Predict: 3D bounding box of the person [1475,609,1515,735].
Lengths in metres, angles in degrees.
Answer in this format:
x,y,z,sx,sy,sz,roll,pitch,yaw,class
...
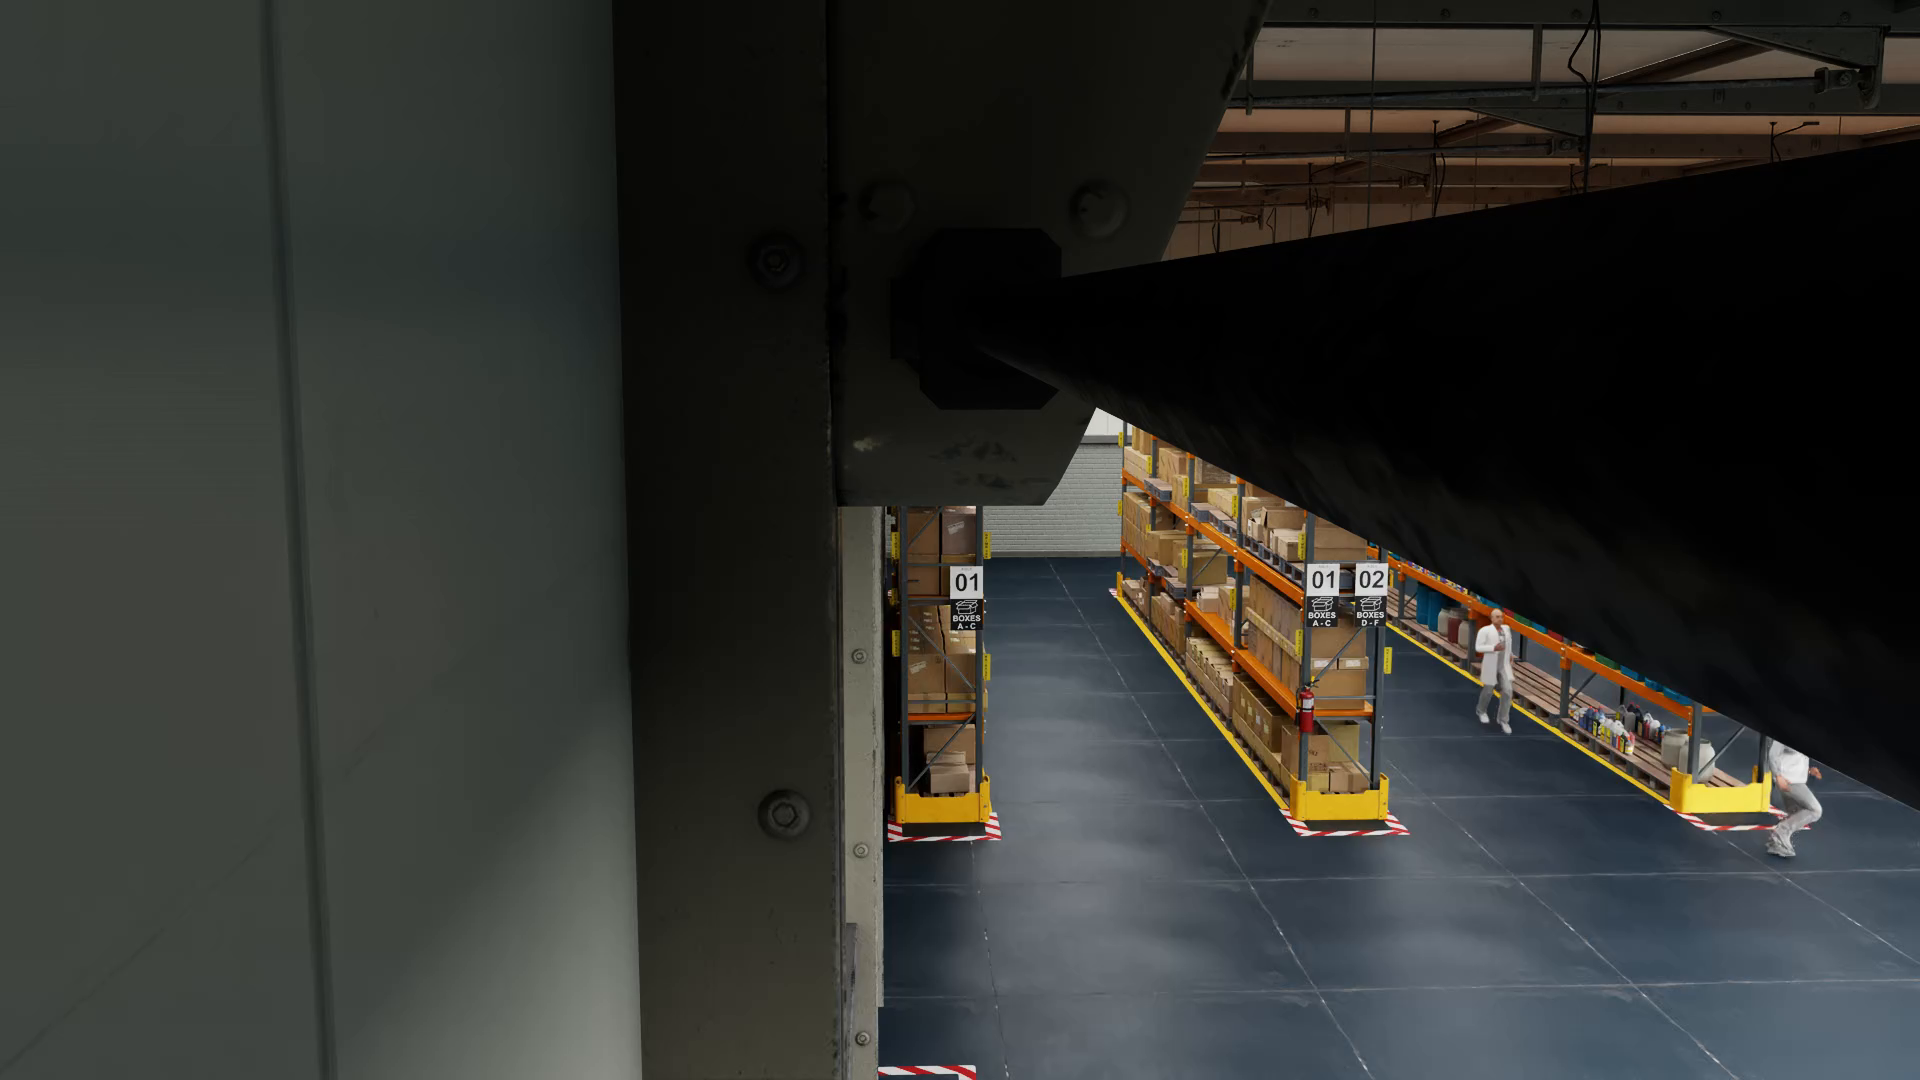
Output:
x,y,z,sx,sy,sz,roll,pitch,yaw,class
8.029,1.941,24.960,0.685,1.831,0.832,-1,8,-7,person

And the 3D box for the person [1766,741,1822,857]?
x,y,z,sx,sy,sz,roll,pitch,yaw,class
9.694,2.787,19.276,0.584,1.715,0.664,5,9,29,person
